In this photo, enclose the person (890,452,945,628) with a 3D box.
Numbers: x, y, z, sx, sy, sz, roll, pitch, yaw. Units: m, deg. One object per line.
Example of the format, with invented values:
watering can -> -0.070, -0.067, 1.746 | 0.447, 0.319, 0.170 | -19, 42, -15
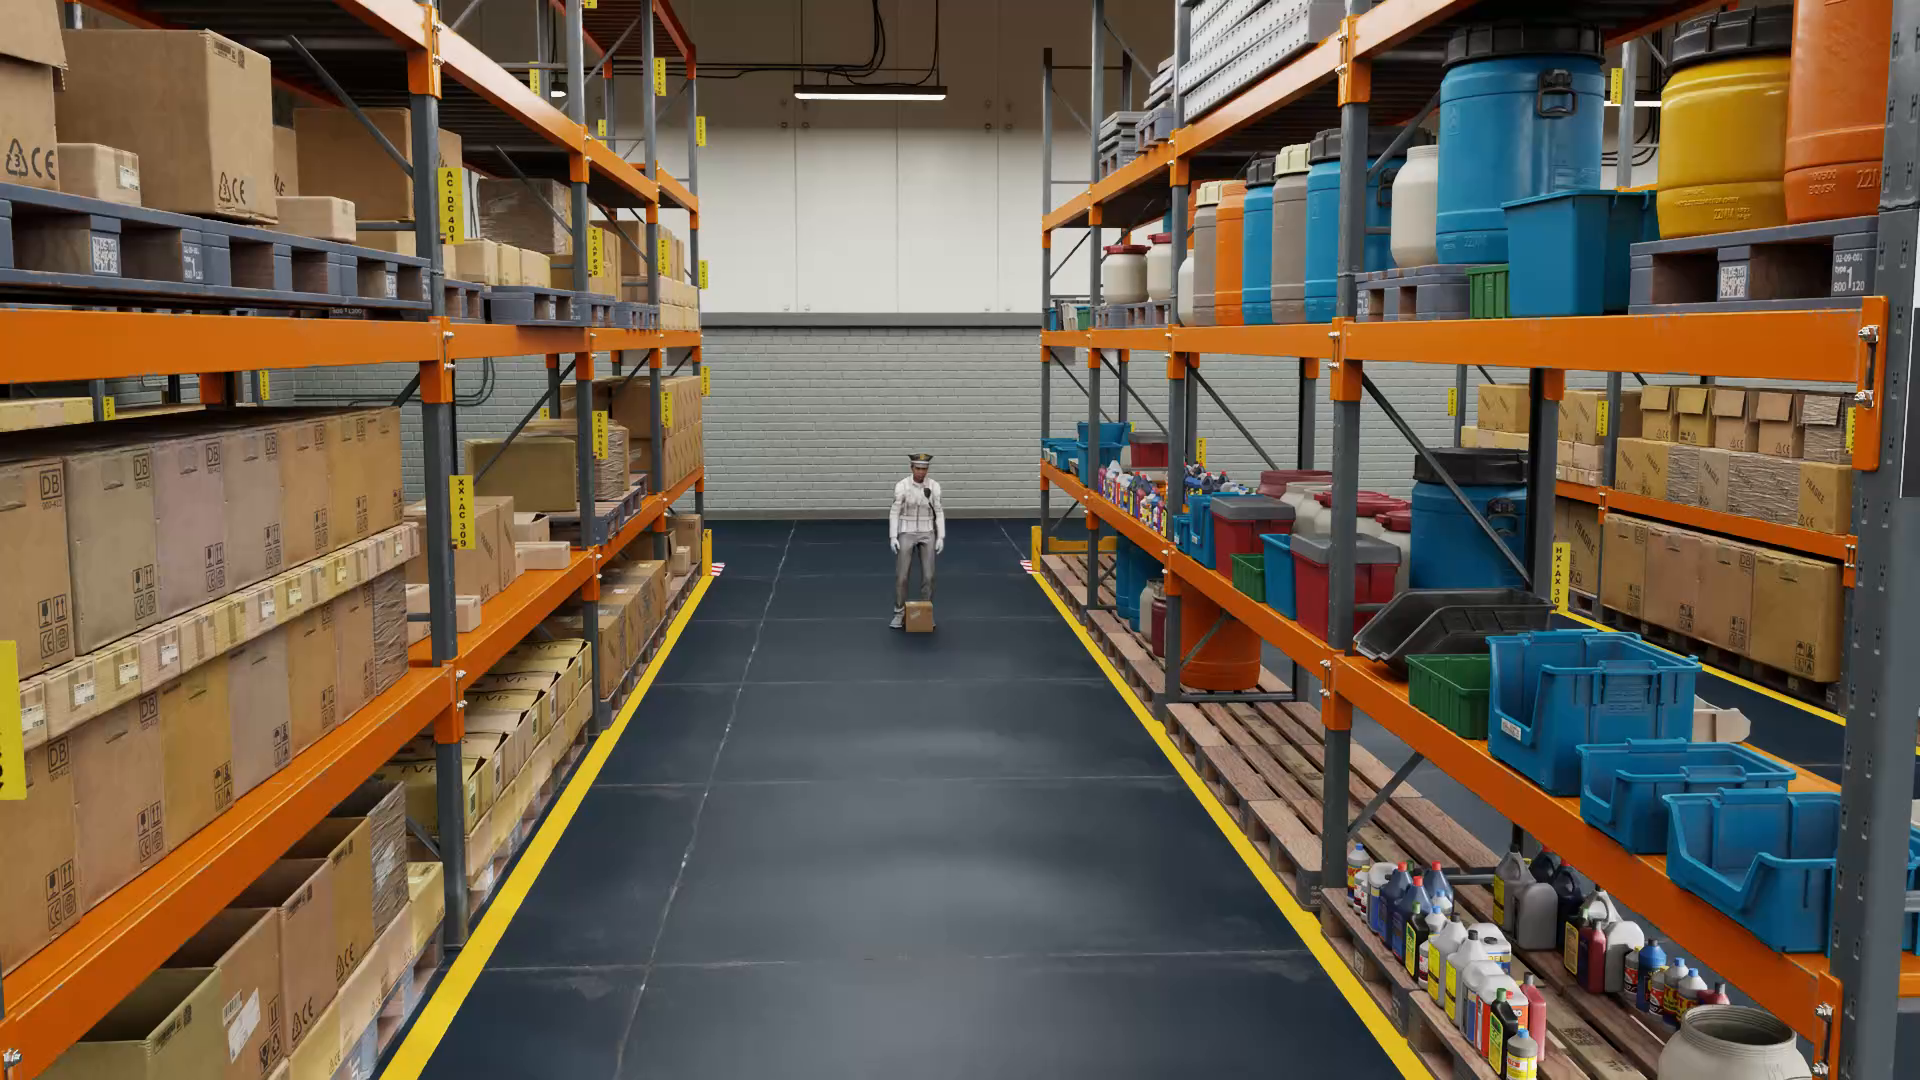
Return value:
person -> -0.408, -0.007, 15.798 | 0.542, 1.662, 0.375 | -1, 7, -7
